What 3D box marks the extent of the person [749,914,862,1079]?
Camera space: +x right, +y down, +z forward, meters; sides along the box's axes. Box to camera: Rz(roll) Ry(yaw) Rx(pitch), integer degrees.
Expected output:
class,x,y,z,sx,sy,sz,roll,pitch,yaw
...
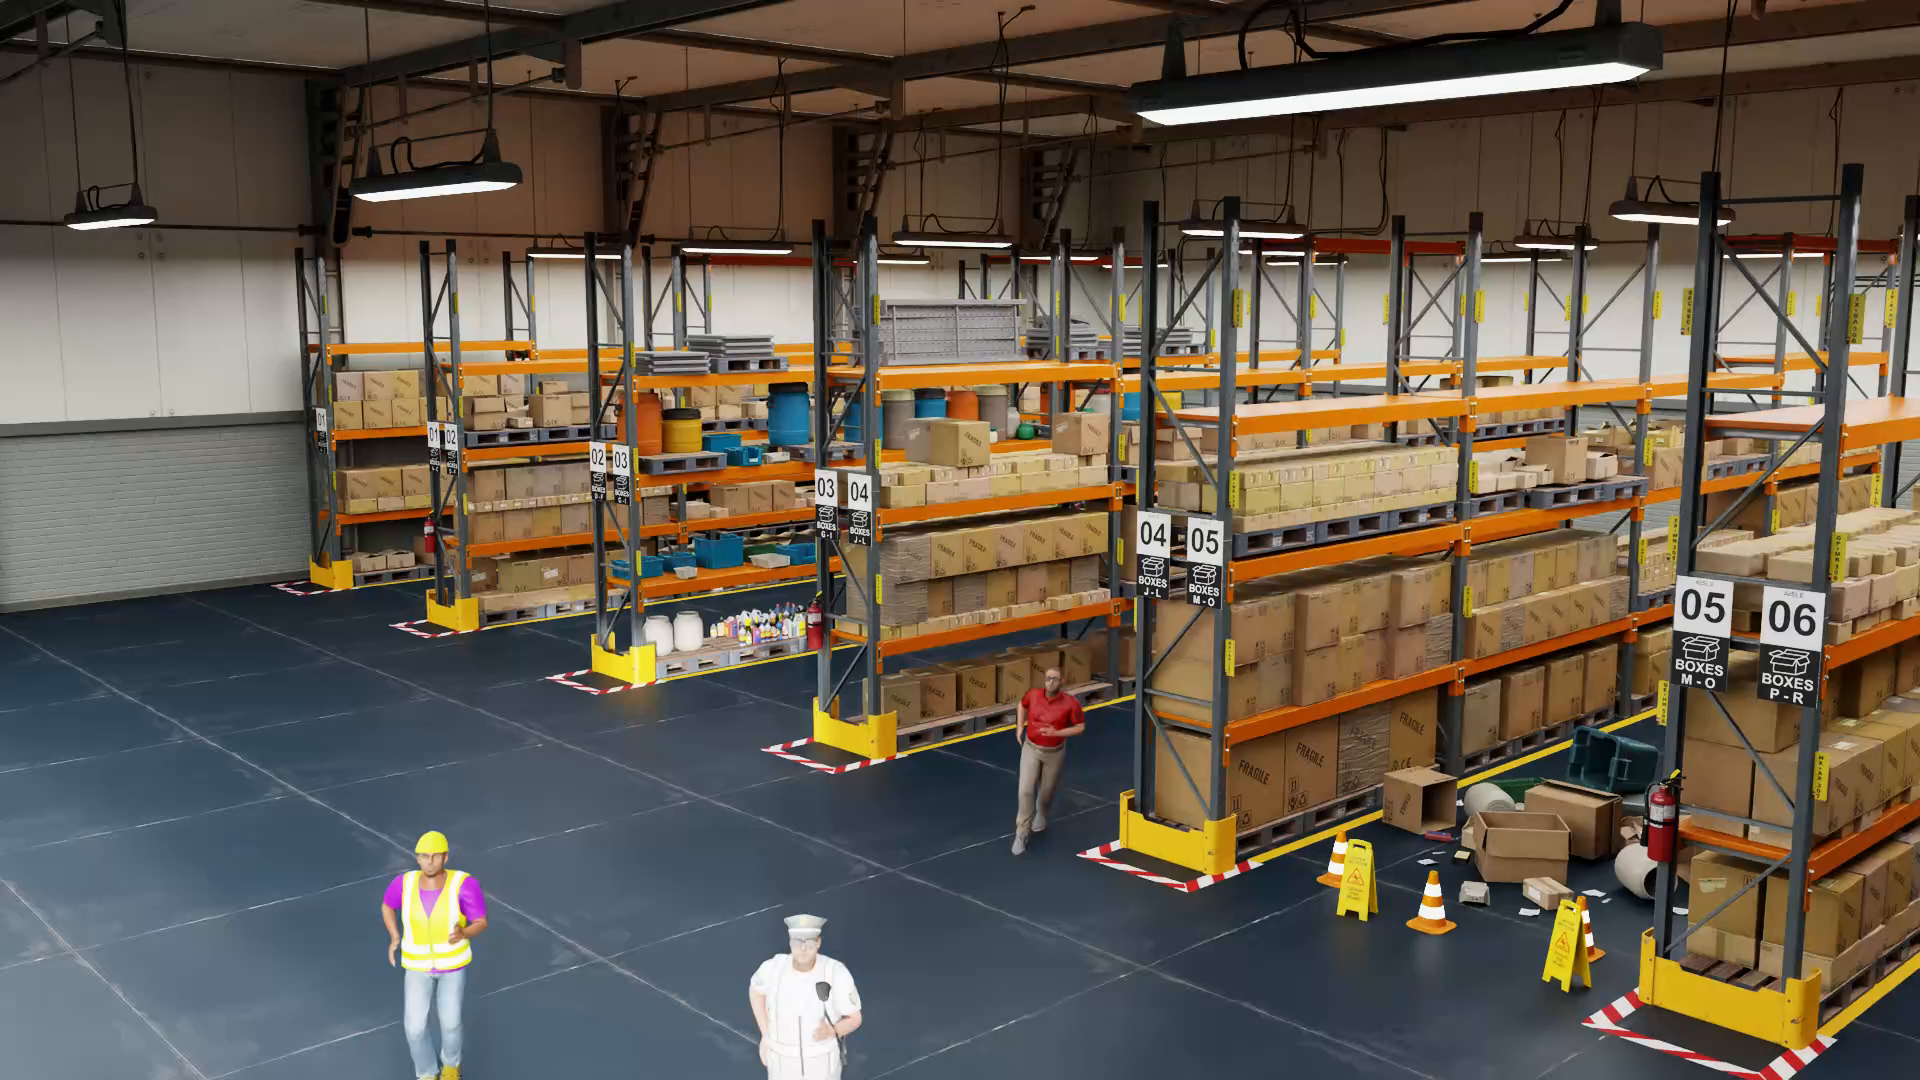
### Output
class,x,y,z,sx,sy,sz,roll,pitch,yaw
person,-0.862,2.959,9.251,0.639,1.851,0.745,0,8,-3

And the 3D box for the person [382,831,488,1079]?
class,x,y,z,sx,sy,sz,roll,pitch,yaw
person,-3.359,2.759,10.644,0.674,1.806,0.696,-2,9,-12

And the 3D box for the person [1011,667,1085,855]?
class,x,y,z,sx,sy,sz,roll,pitch,yaw
person,0.856,2.049,15.753,0.676,1.766,0.882,2,9,12
